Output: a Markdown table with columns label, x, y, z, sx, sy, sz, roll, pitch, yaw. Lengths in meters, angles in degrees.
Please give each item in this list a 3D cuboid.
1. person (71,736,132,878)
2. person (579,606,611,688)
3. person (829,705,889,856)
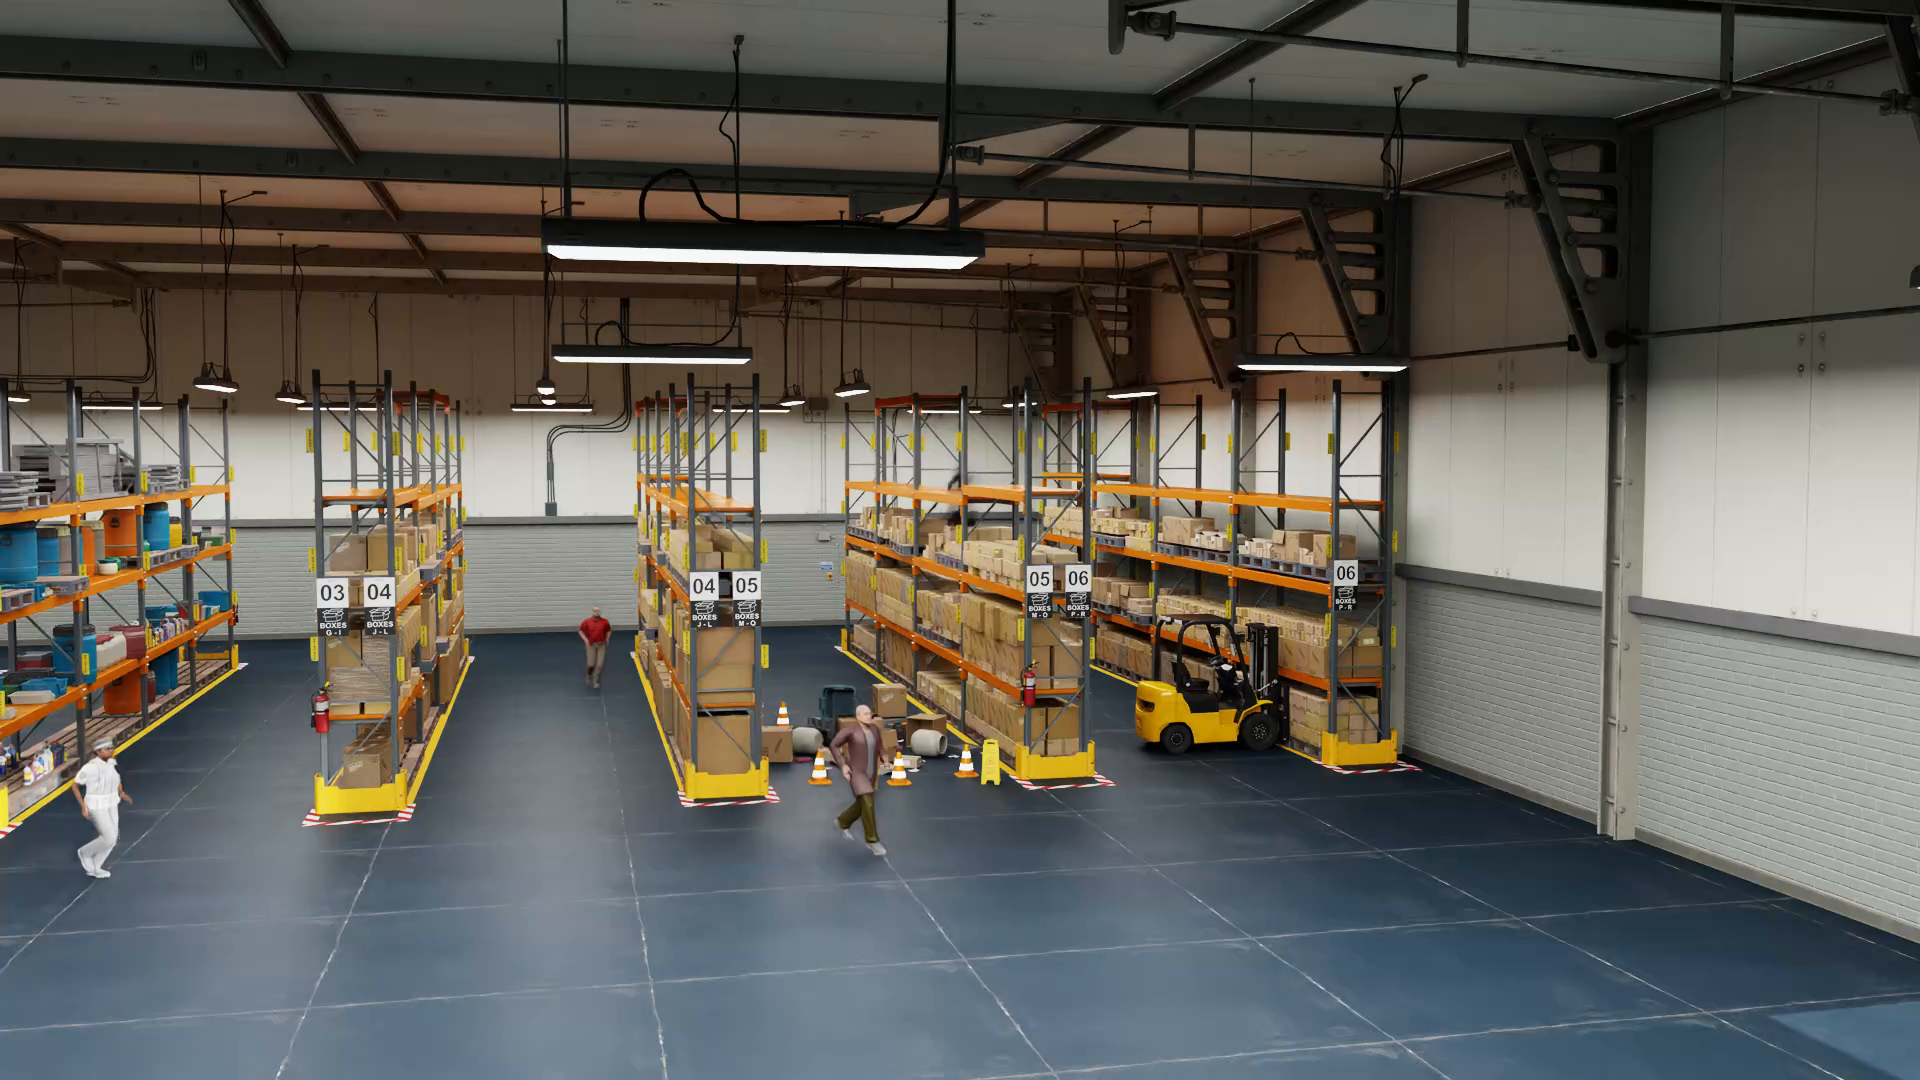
| label | x | y | z | sx | sy | sz | roll | pitch | yaw |
| --- | --- | --- | --- | --- | --- | --- | --- | --- | --- |
| person | -9.839 | 3.074 | 19.149 | 0.586 | 1.644 | 0.559 | 1 | 3 | 15 |
| person | -7.447 | 2.195 | 34.038 | 0.644 | 1.680 | 0.595 | -1 | 4 | -22 |
| person | -1.225 | 2.926 | 20.554 | 0.994 | 1.799 | 0.712 | 3 | 4 | 41 |
